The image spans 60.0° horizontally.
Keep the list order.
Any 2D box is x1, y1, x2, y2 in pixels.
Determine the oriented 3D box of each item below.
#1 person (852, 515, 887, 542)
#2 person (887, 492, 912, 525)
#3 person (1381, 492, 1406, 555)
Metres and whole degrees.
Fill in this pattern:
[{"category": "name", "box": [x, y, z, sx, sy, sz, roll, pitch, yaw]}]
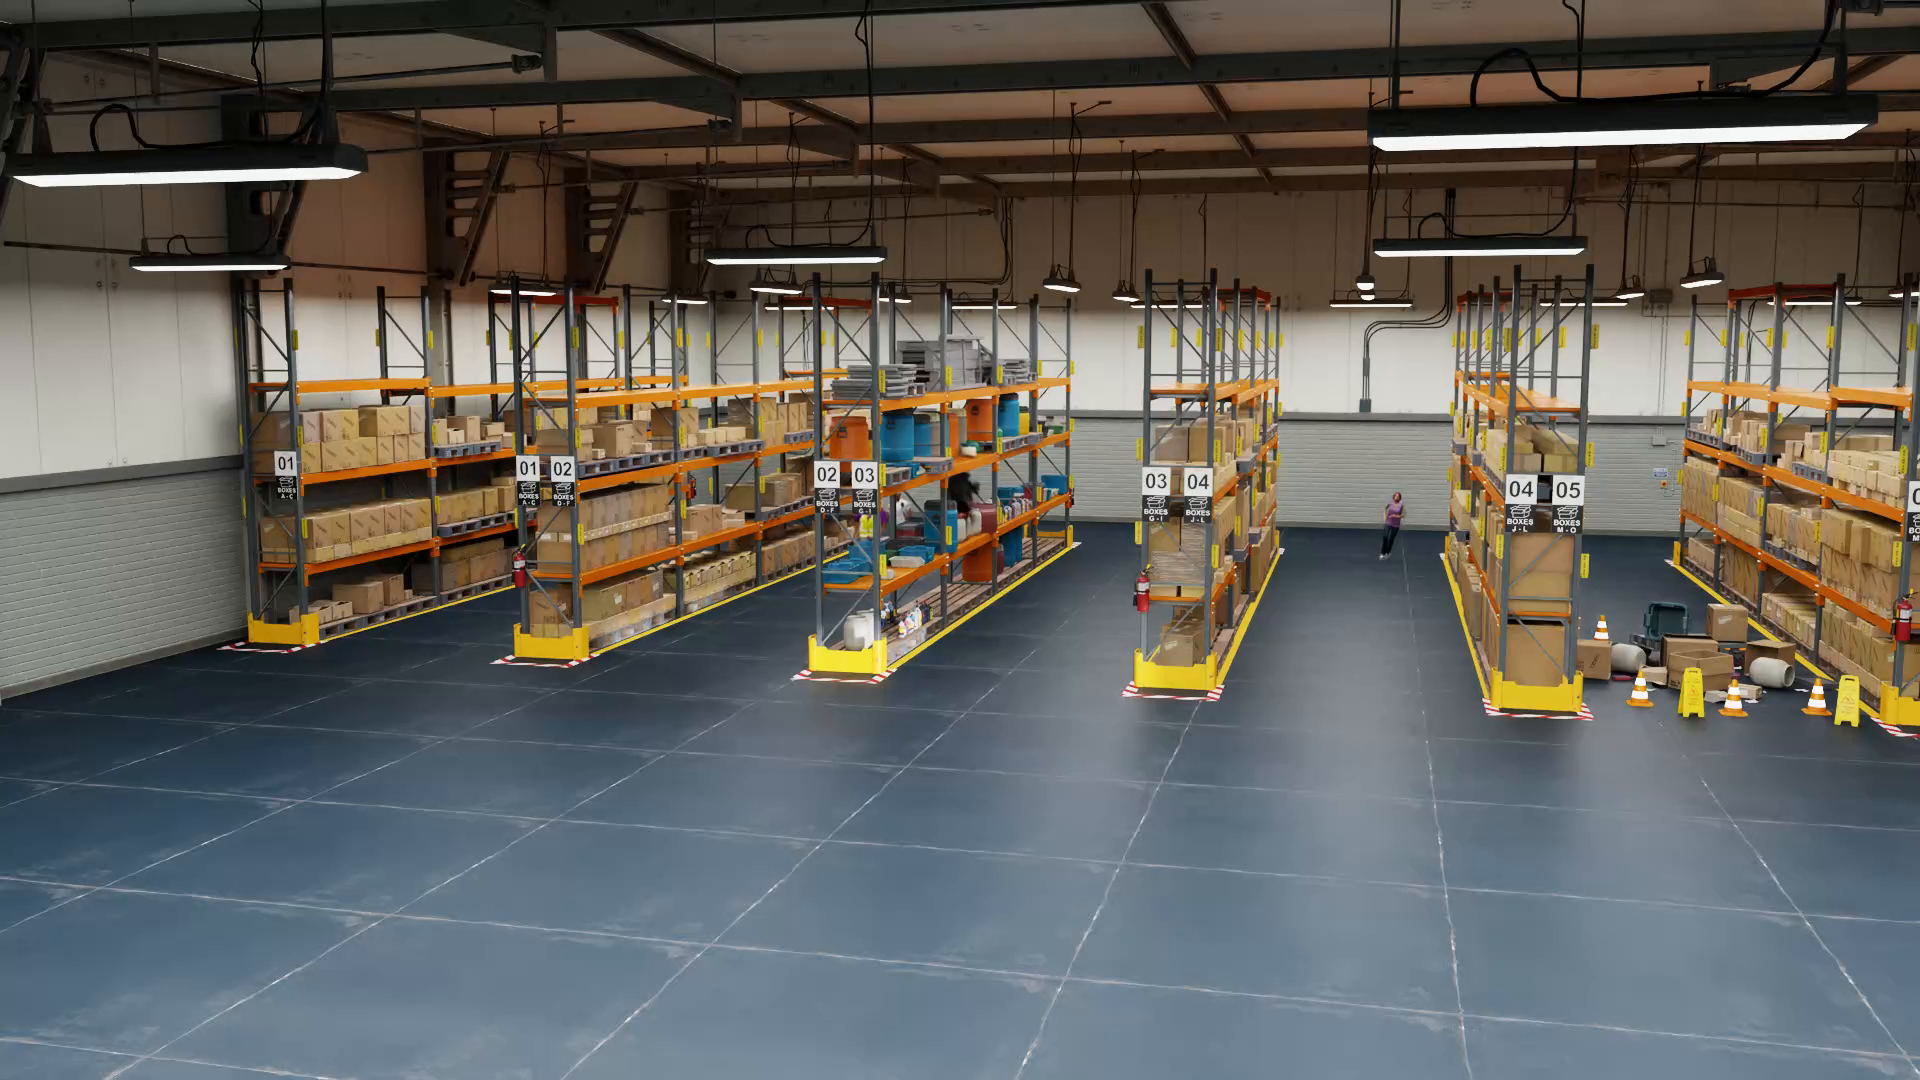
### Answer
[{"category": "person", "box": [-1.784, -0.056, 32.665, 0.694, 1.723, 0.574, 1, 7, 8]}, {"category": "person", "box": [-1.397, -0.397, 37.653, 0.548, 1.584, 0.668, 1, 7, 8]}, {"category": "person", "box": [9.910, -0.390, 37.929, 0.528, 1.456, 0.642, 3, 7, 20]}]
